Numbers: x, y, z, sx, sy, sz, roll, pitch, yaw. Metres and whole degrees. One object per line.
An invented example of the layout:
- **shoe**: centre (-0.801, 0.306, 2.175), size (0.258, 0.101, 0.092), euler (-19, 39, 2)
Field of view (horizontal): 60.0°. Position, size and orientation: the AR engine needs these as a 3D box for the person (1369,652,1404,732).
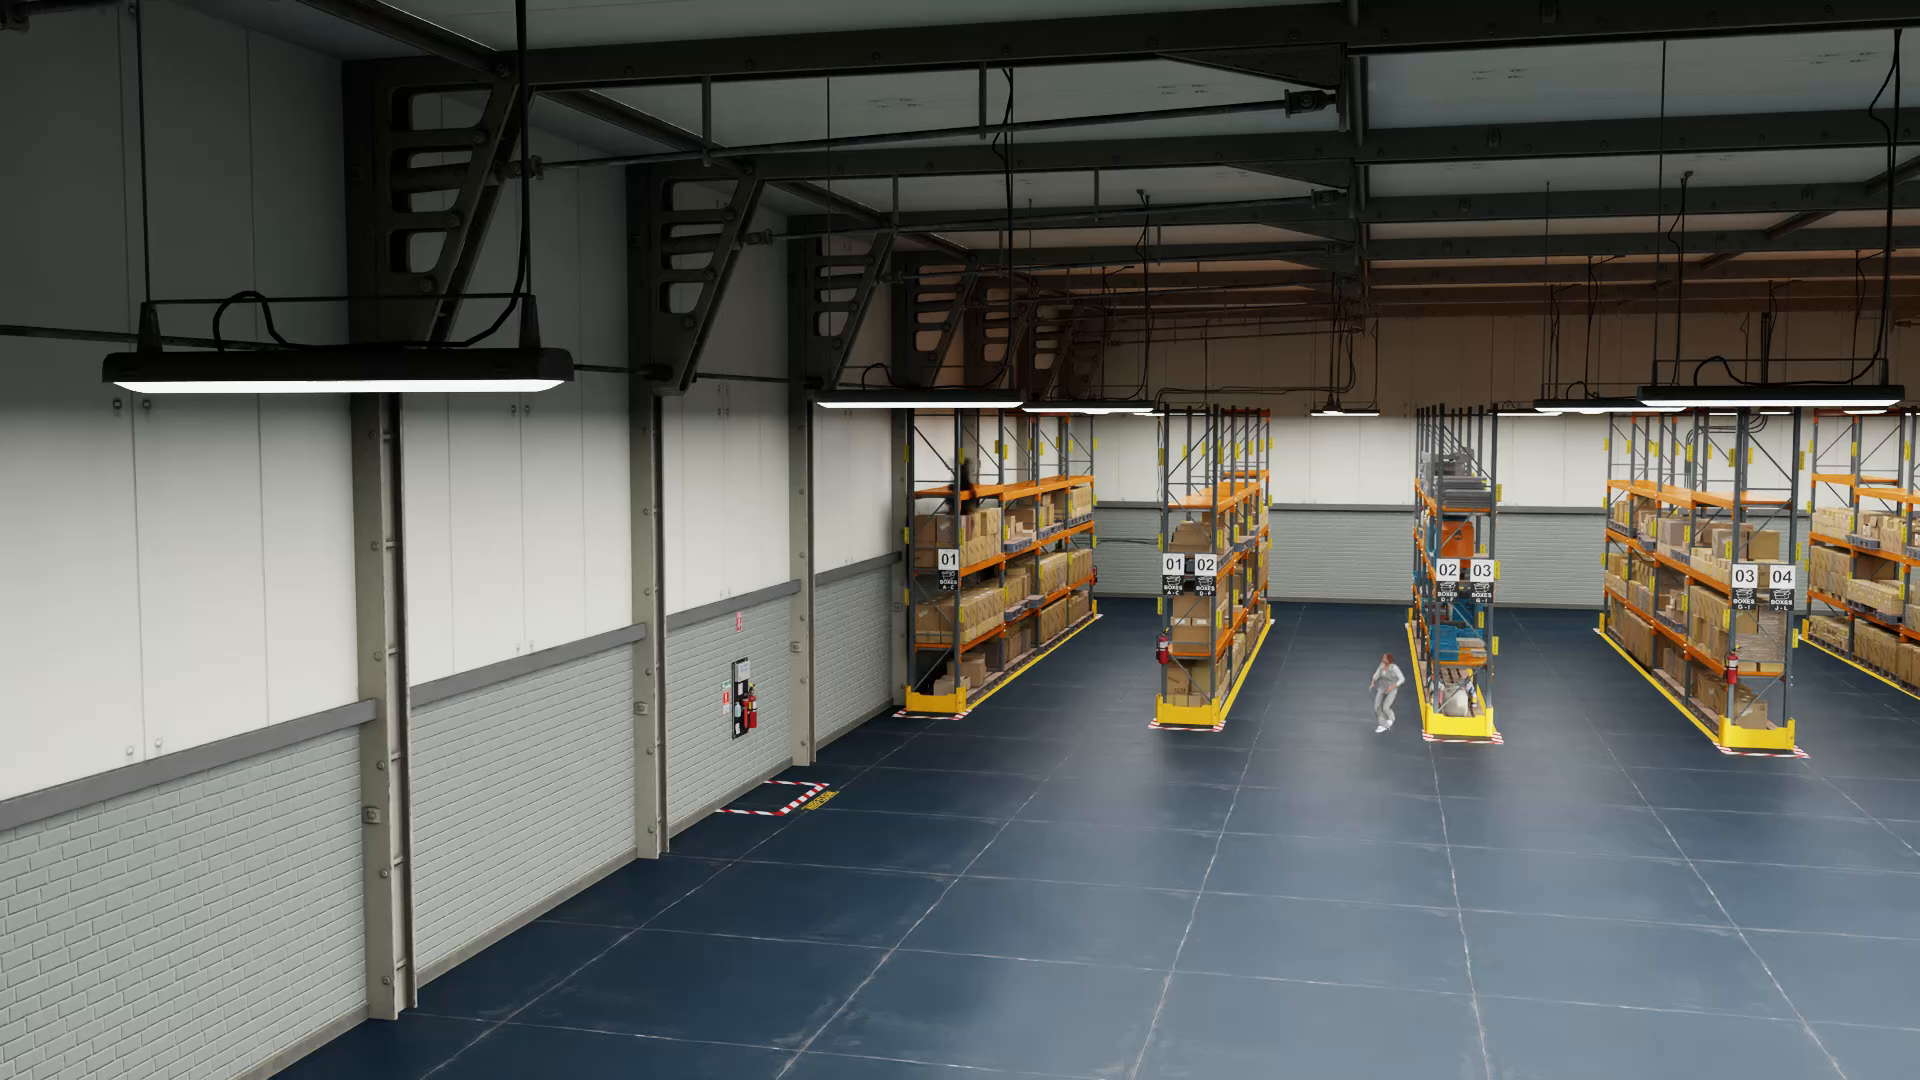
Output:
- **person**: centre (7.781, 2.781, 30.292), size (0.617, 1.509, 0.500), euler (3, 5, 40)
